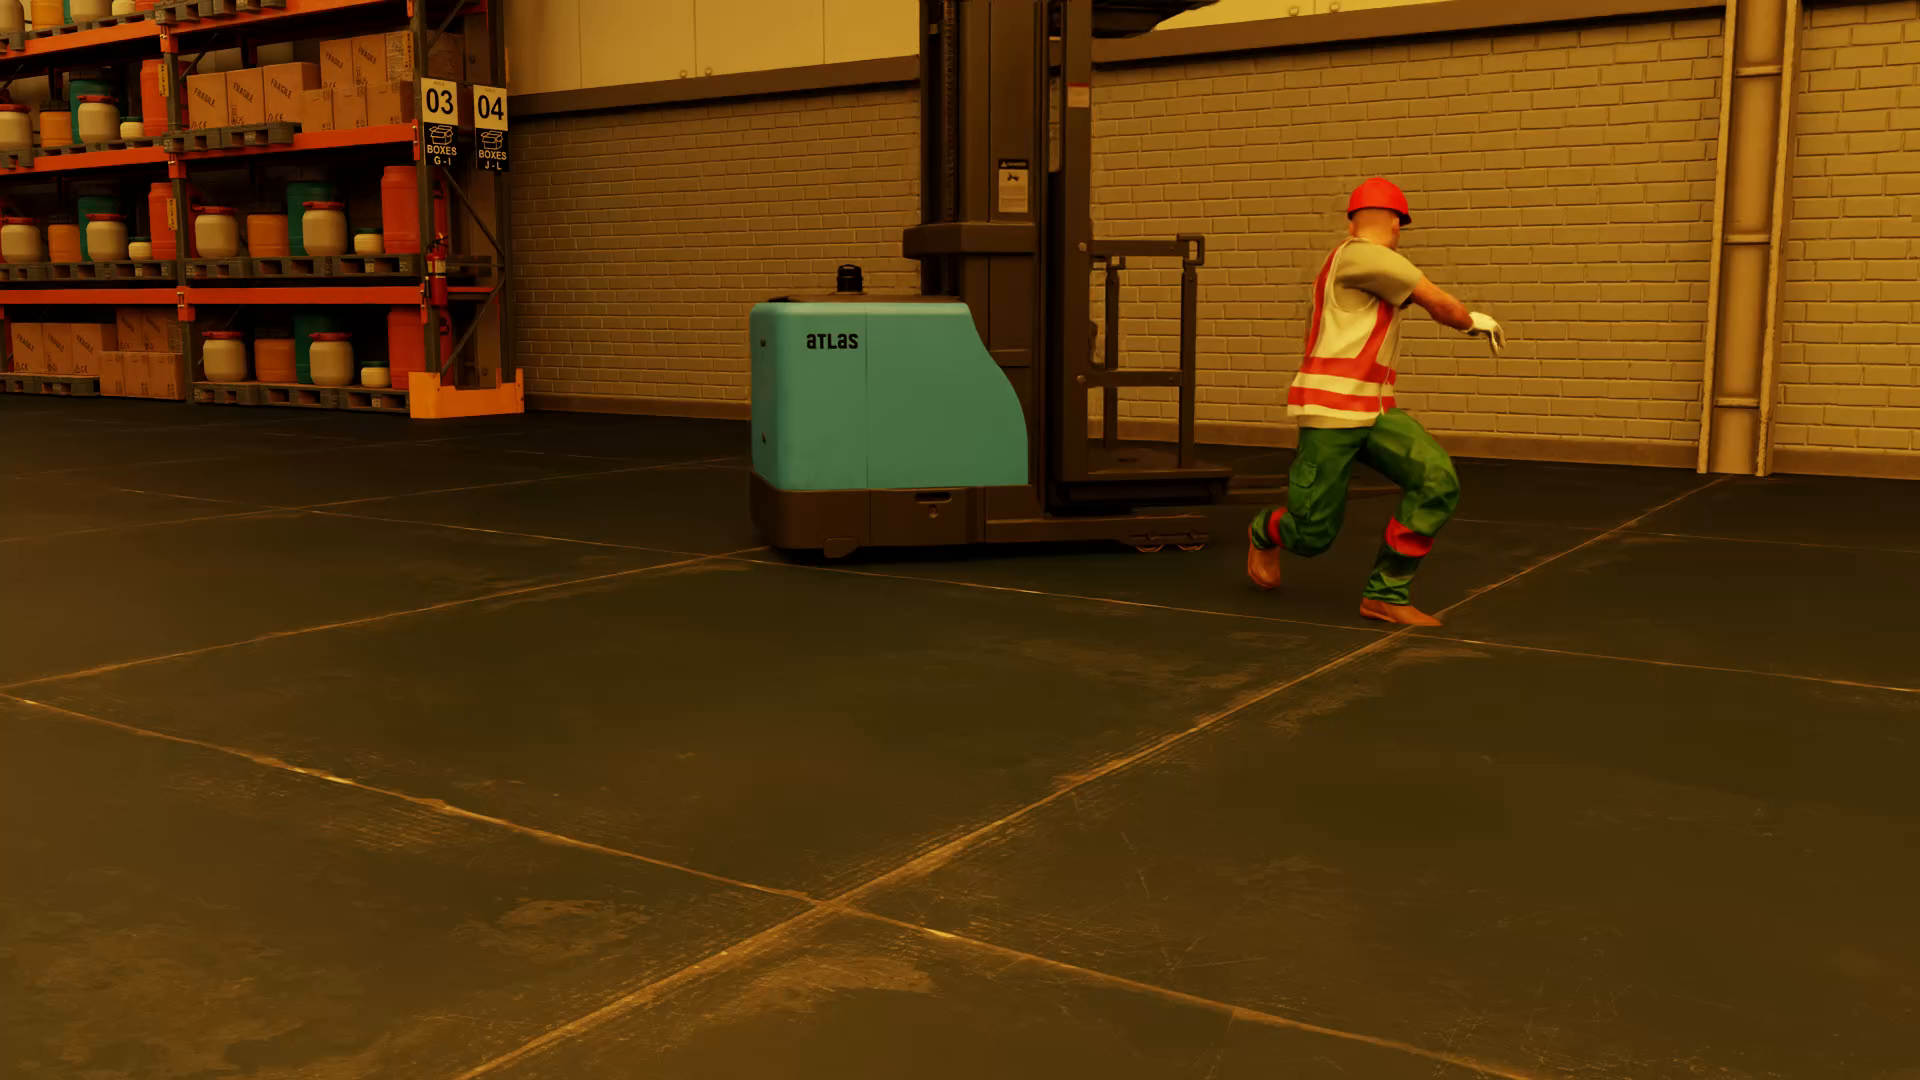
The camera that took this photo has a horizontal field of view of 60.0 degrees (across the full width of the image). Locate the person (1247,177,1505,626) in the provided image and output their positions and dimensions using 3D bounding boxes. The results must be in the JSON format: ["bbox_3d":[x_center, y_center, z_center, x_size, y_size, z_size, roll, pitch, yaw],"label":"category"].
[{"bbox_3d":[1.400,-0.493,5.867,0.685,1.542,0.952,-7,11,-42],"label":"person"}]

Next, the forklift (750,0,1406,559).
[{"bbox_3d":[0.603,-1.462,7.471,3.031,2.935,1.130,-2,8,-14],"label":"forklift"}]
